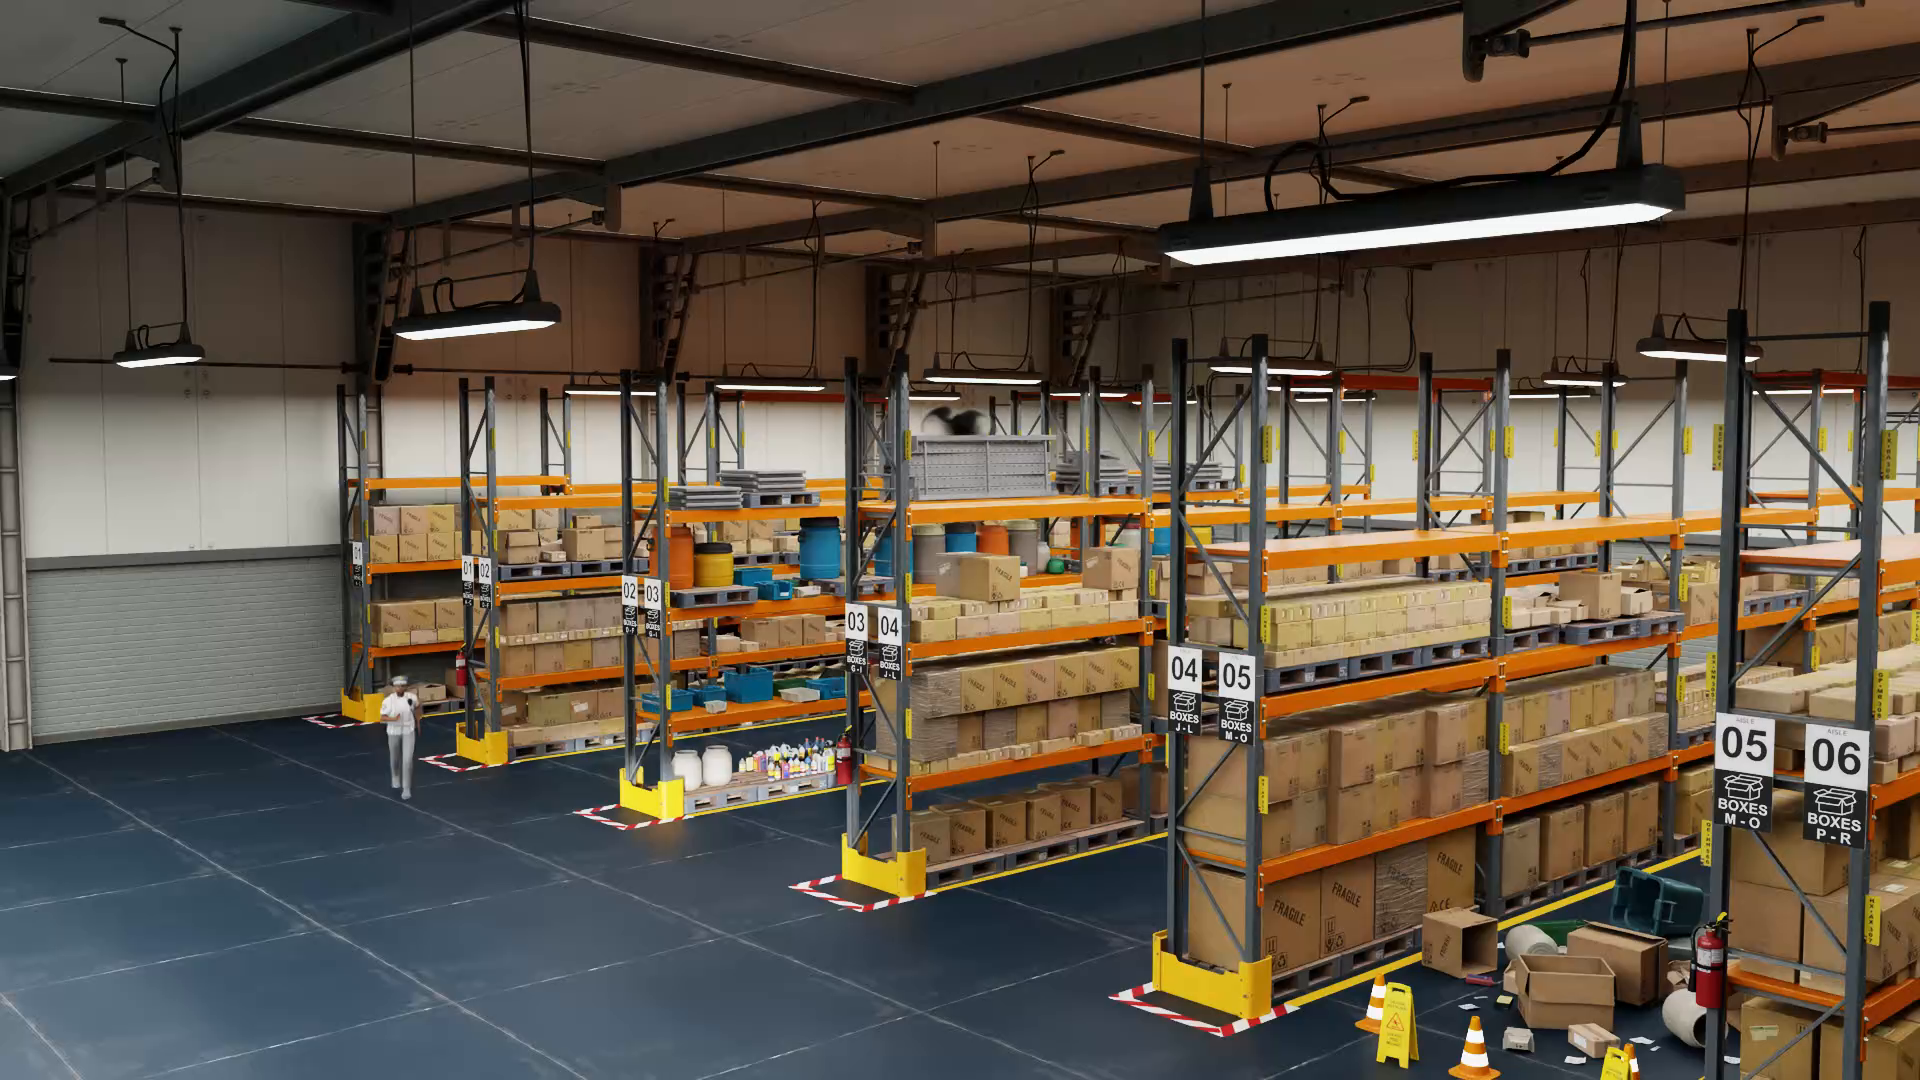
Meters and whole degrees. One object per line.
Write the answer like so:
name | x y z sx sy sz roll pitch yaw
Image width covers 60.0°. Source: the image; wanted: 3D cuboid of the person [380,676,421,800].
person | -7.919 2.752 23.553 0.566 1.690 0.929 -2 4 -22

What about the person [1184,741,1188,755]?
person | 3.290 2.699 24.654 0.643 1.662 0.778 4 5 44
